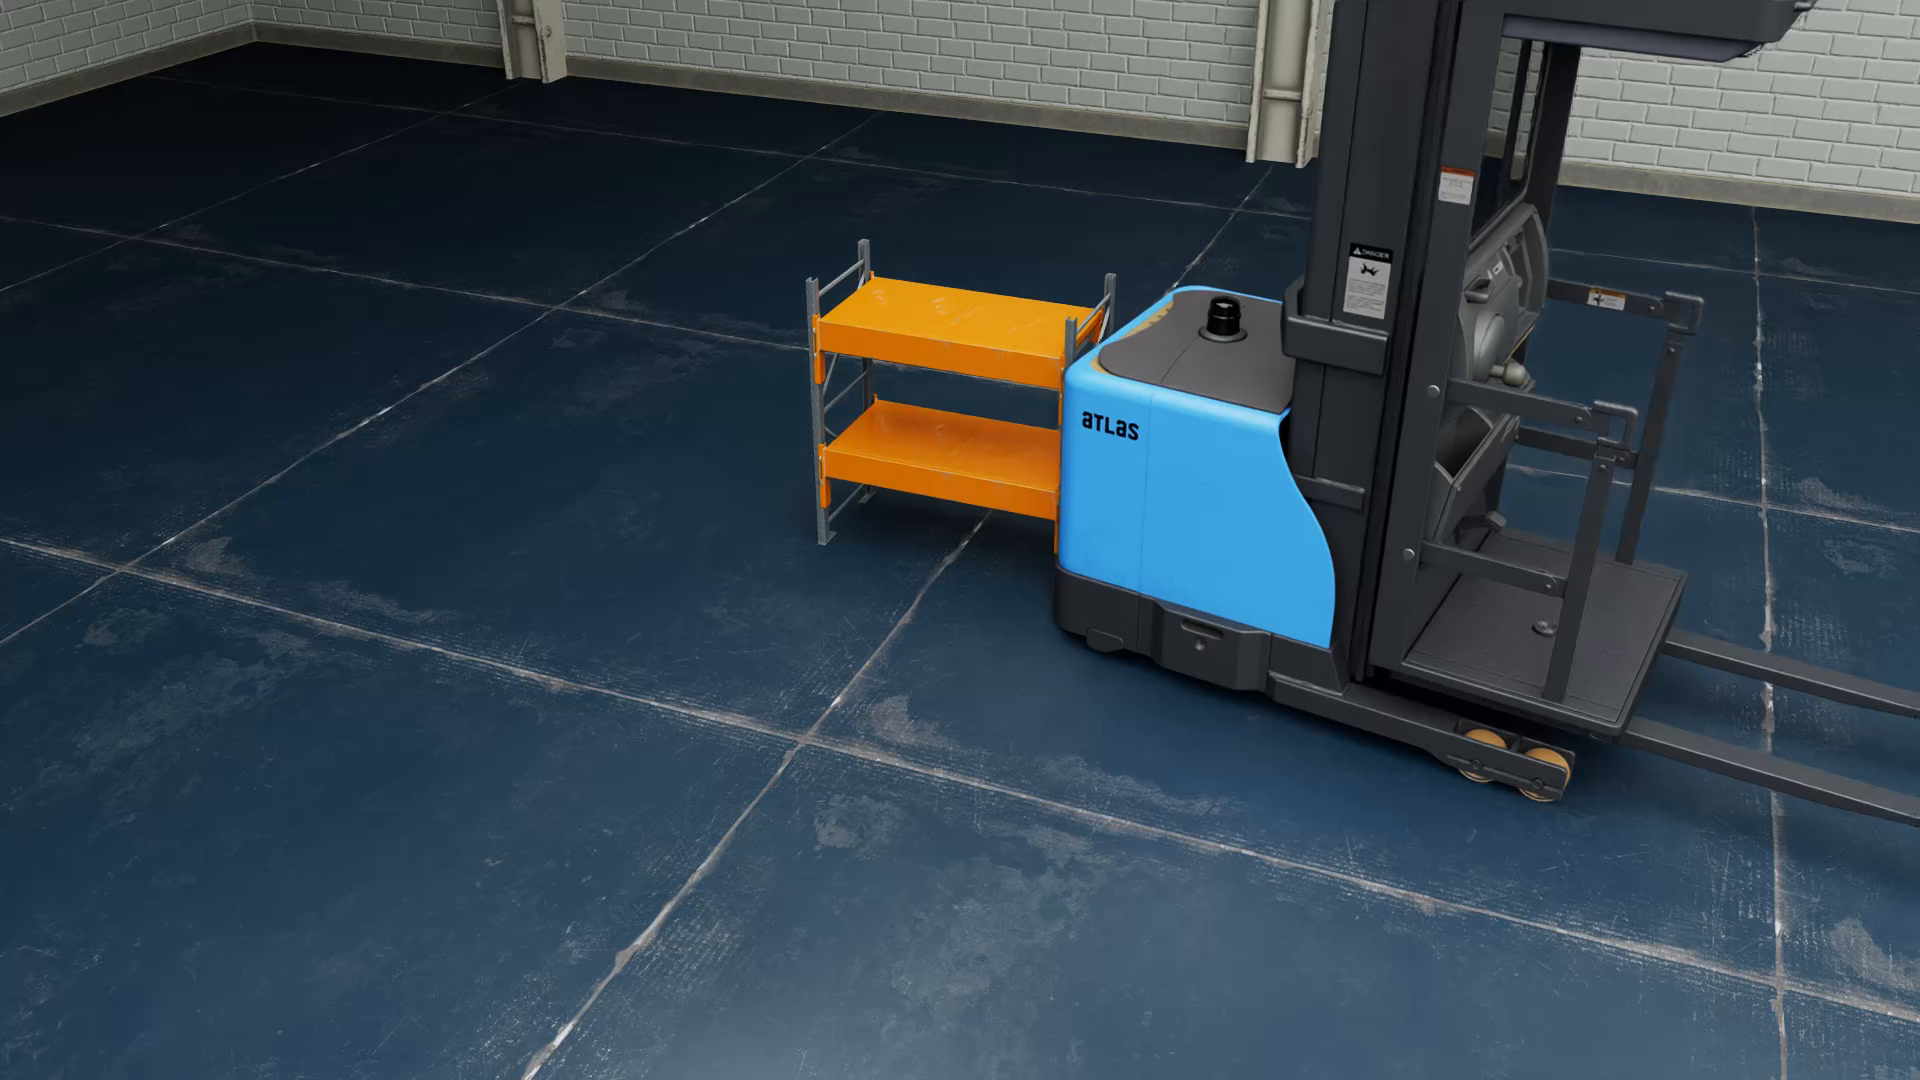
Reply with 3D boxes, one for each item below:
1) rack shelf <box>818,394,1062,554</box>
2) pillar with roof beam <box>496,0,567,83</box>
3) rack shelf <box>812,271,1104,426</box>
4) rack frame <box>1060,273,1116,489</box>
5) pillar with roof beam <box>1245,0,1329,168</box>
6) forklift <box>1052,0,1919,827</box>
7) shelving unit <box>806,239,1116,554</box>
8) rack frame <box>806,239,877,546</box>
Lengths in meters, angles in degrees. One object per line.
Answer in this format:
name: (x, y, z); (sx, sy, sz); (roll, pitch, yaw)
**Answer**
rack shelf: (0.006, -0.276, 6.591); (1.000, 0.278, 0.538); (11, 31, 19)
pillar with roof beam: (-5.000, -5.668, 7.632); (0.400, 9.000, 9.100); (11, 31, 19)
rack shelf: (0.006, -0.743, 6.327); (1.000, 0.278, 0.538); (11, 31, 19)
rack frame: (0.477, -0.394, 6.305); (0.032, 1.125, 0.500); (11, 31, 19)
pillar with roof beam: (0.560, -4.558, 5.668); (0.400, 9.000, 9.100); (11, 31, 19)
forklift: (1.866, -0.745, 5.089); (3.031, 2.935, 1.130); (17, 33, 27)
shelving unit: (0.006, -0.488, 6.471); (1.048, 1.125, 0.538); (11, 31, 19)
rack frame: (-0.465, -0.582, 6.637); (0.032, 1.125, 0.500); (11, 31, 19)
